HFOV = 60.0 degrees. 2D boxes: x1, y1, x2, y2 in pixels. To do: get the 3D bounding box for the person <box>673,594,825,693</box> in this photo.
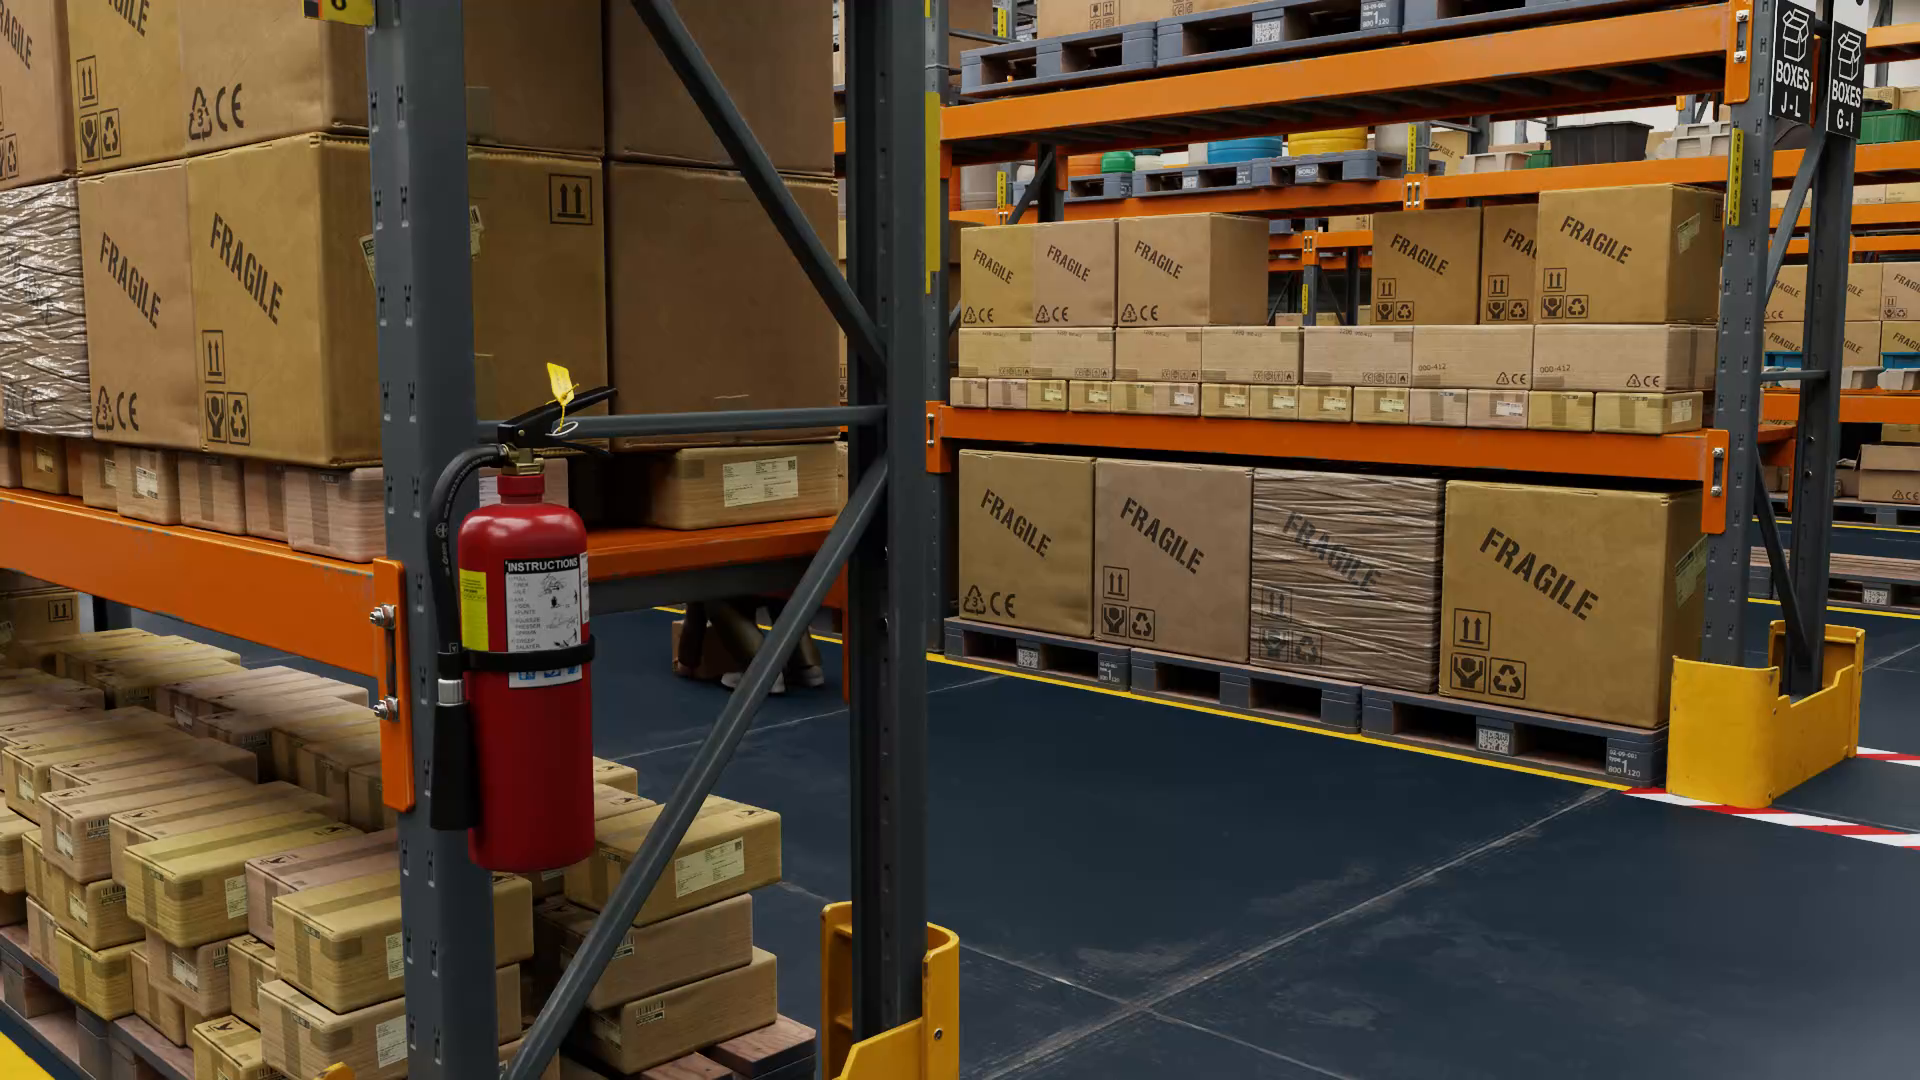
[{"bbox_3d":[-0.994,0.243,7.969,0.950,0.923,0.595,6,9,41],"label":"person"}]
